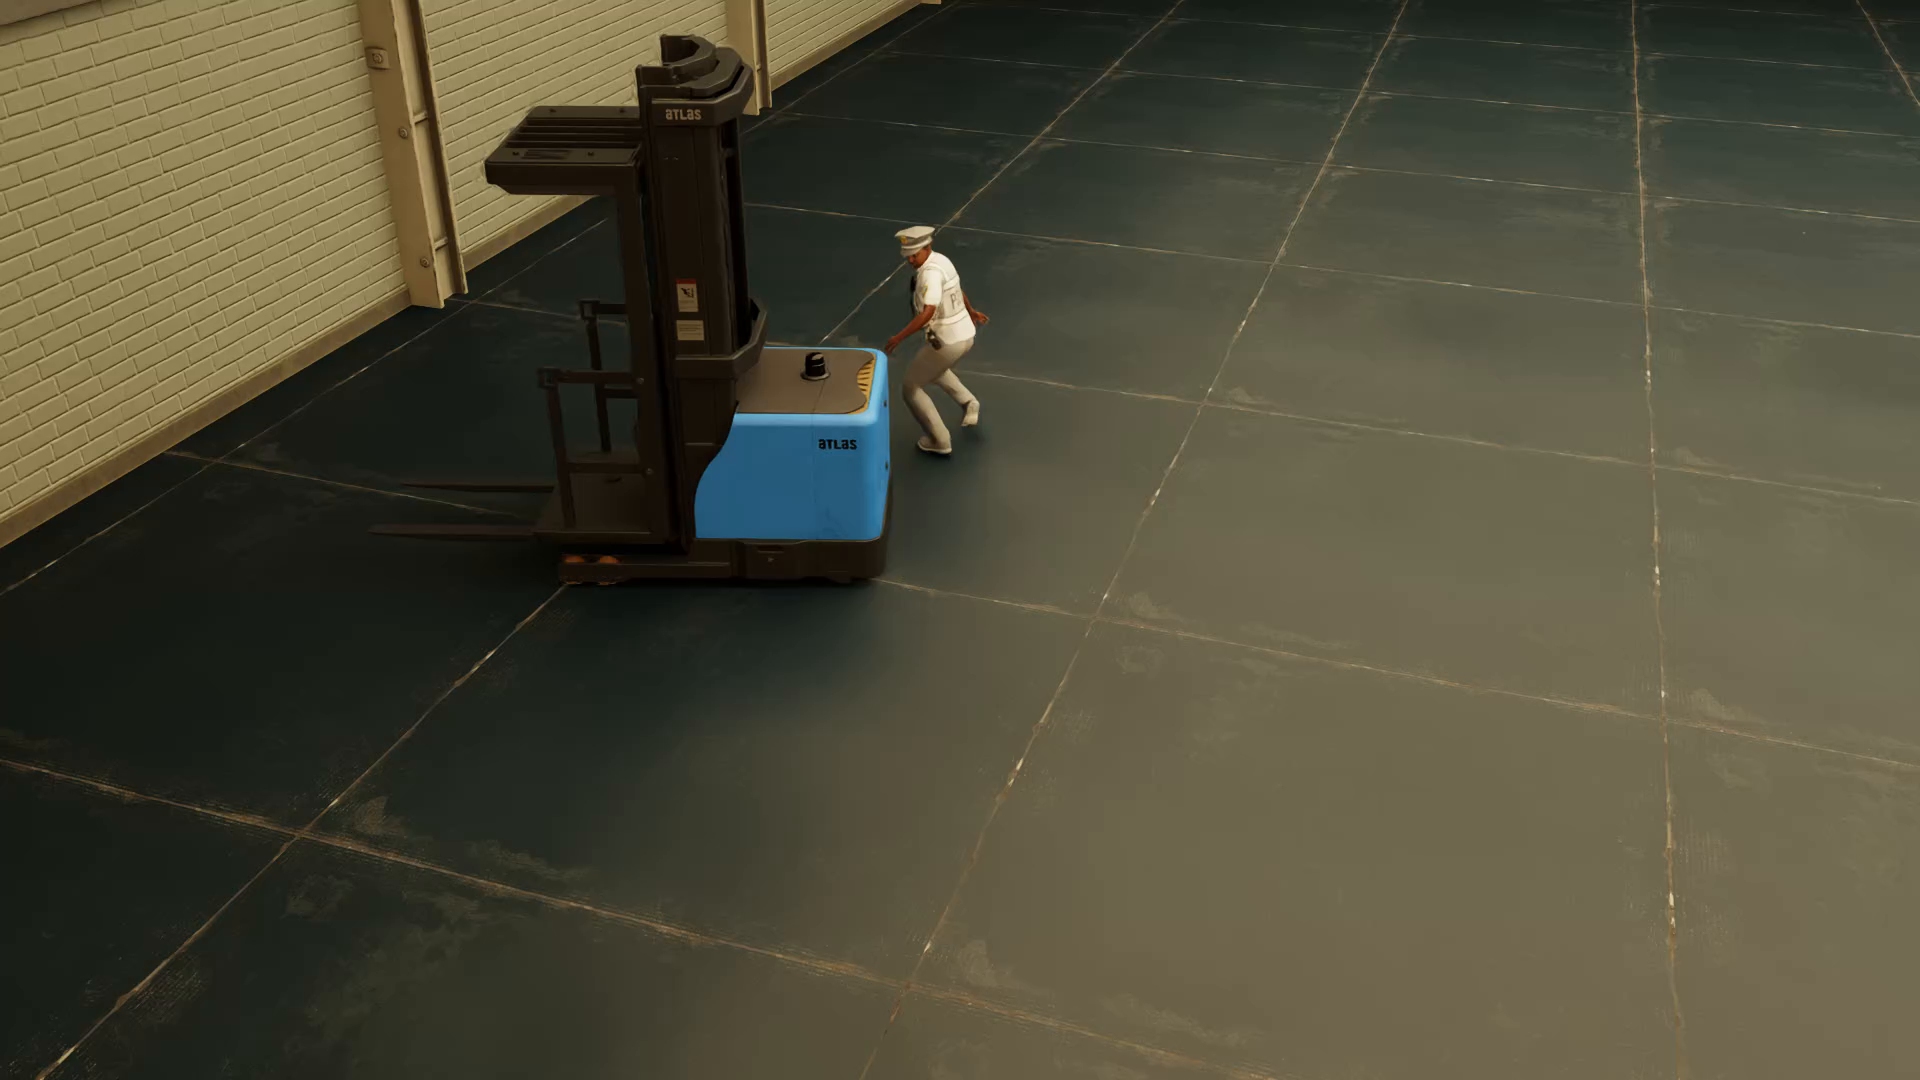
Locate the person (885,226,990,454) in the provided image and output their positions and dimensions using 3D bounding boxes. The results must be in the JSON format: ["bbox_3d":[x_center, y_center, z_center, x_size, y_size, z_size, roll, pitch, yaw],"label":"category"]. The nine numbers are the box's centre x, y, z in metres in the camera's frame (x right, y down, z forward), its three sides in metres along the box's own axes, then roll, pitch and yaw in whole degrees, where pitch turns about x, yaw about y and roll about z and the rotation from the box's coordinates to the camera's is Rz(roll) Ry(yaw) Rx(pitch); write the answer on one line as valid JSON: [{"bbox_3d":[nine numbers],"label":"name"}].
[{"bbox_3d":[-0.136,-1.339,11.012,0.505,1.542,0.916,10,31,16],"label":"person"}]

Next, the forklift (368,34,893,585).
[{"bbox_3d":[-1.943,-1.272,9.368,3.031,2.935,1.130,1,30,1],"label":"forklift"}]
